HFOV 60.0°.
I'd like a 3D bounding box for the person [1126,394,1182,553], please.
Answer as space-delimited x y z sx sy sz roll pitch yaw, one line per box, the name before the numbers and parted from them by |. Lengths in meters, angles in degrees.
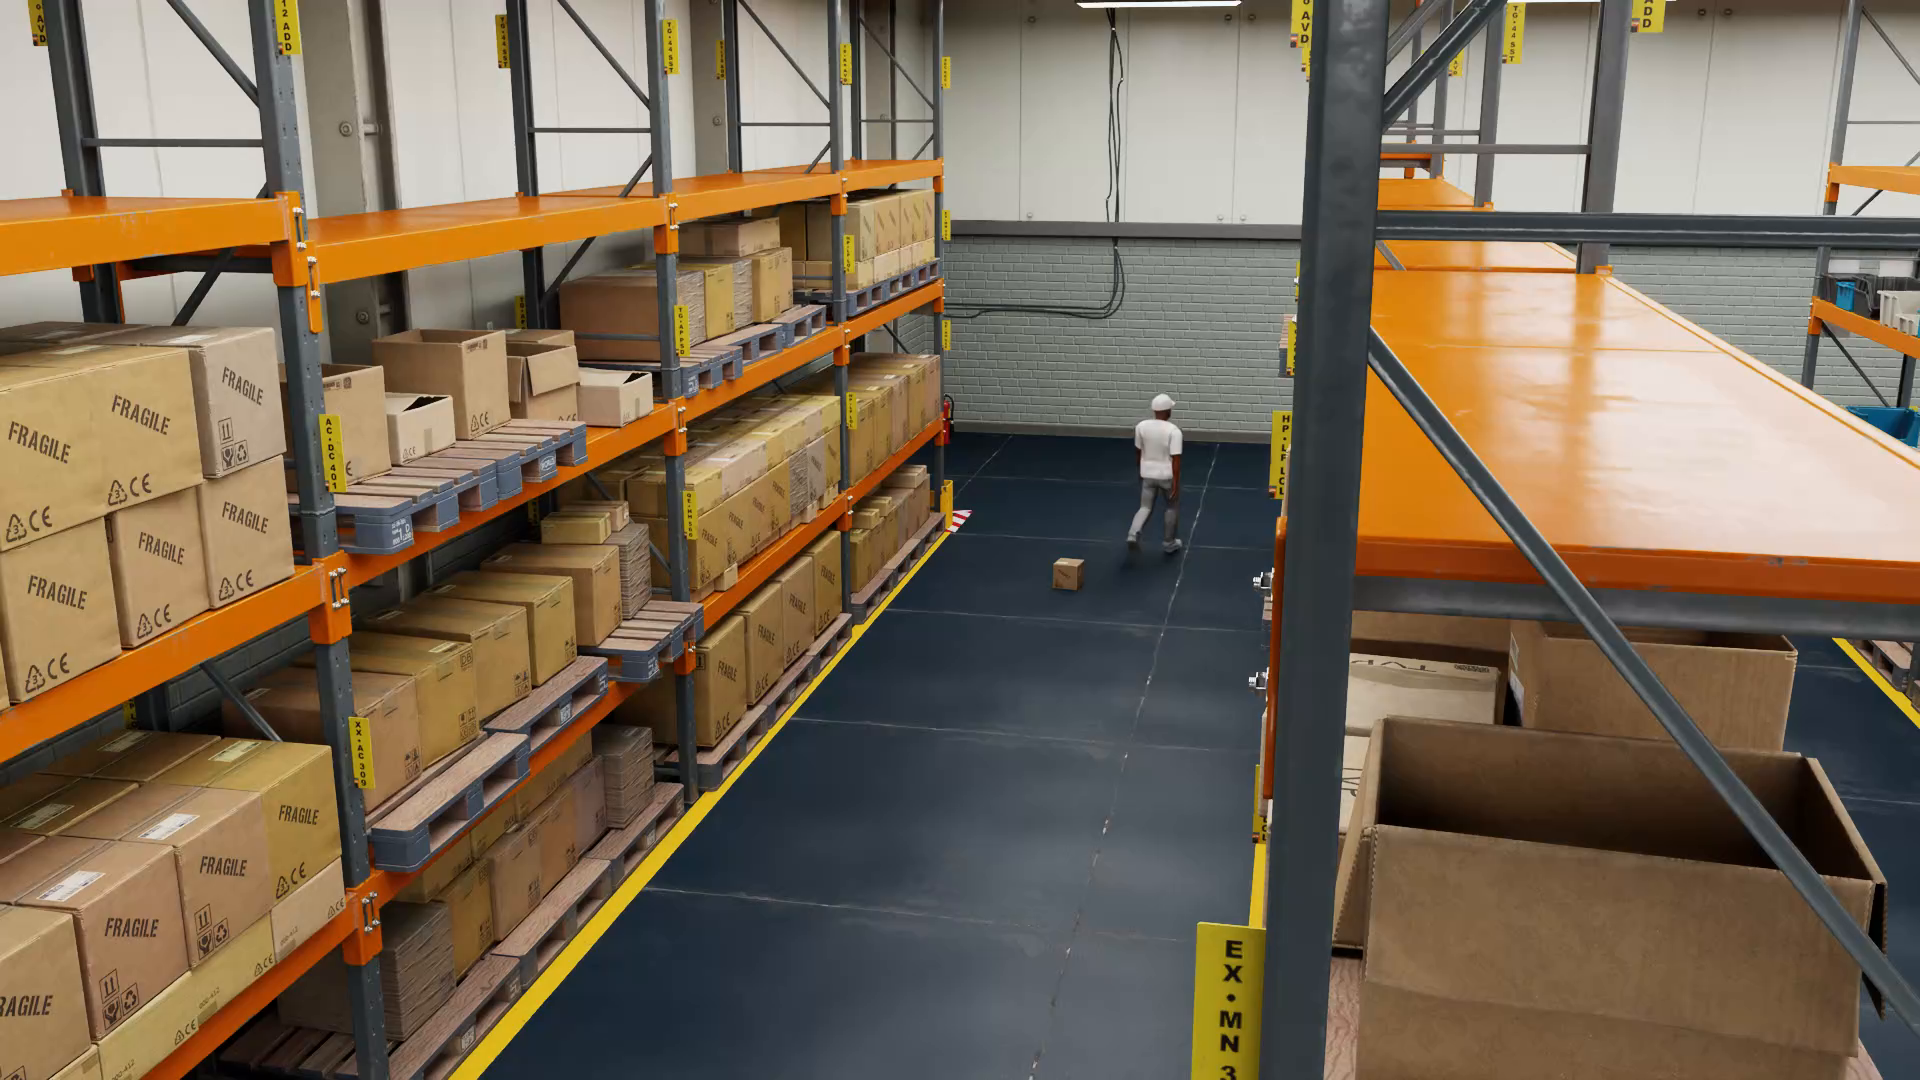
person | 2.090 -0.678 17.539 0.563 1.736 0.916 8 17 30
